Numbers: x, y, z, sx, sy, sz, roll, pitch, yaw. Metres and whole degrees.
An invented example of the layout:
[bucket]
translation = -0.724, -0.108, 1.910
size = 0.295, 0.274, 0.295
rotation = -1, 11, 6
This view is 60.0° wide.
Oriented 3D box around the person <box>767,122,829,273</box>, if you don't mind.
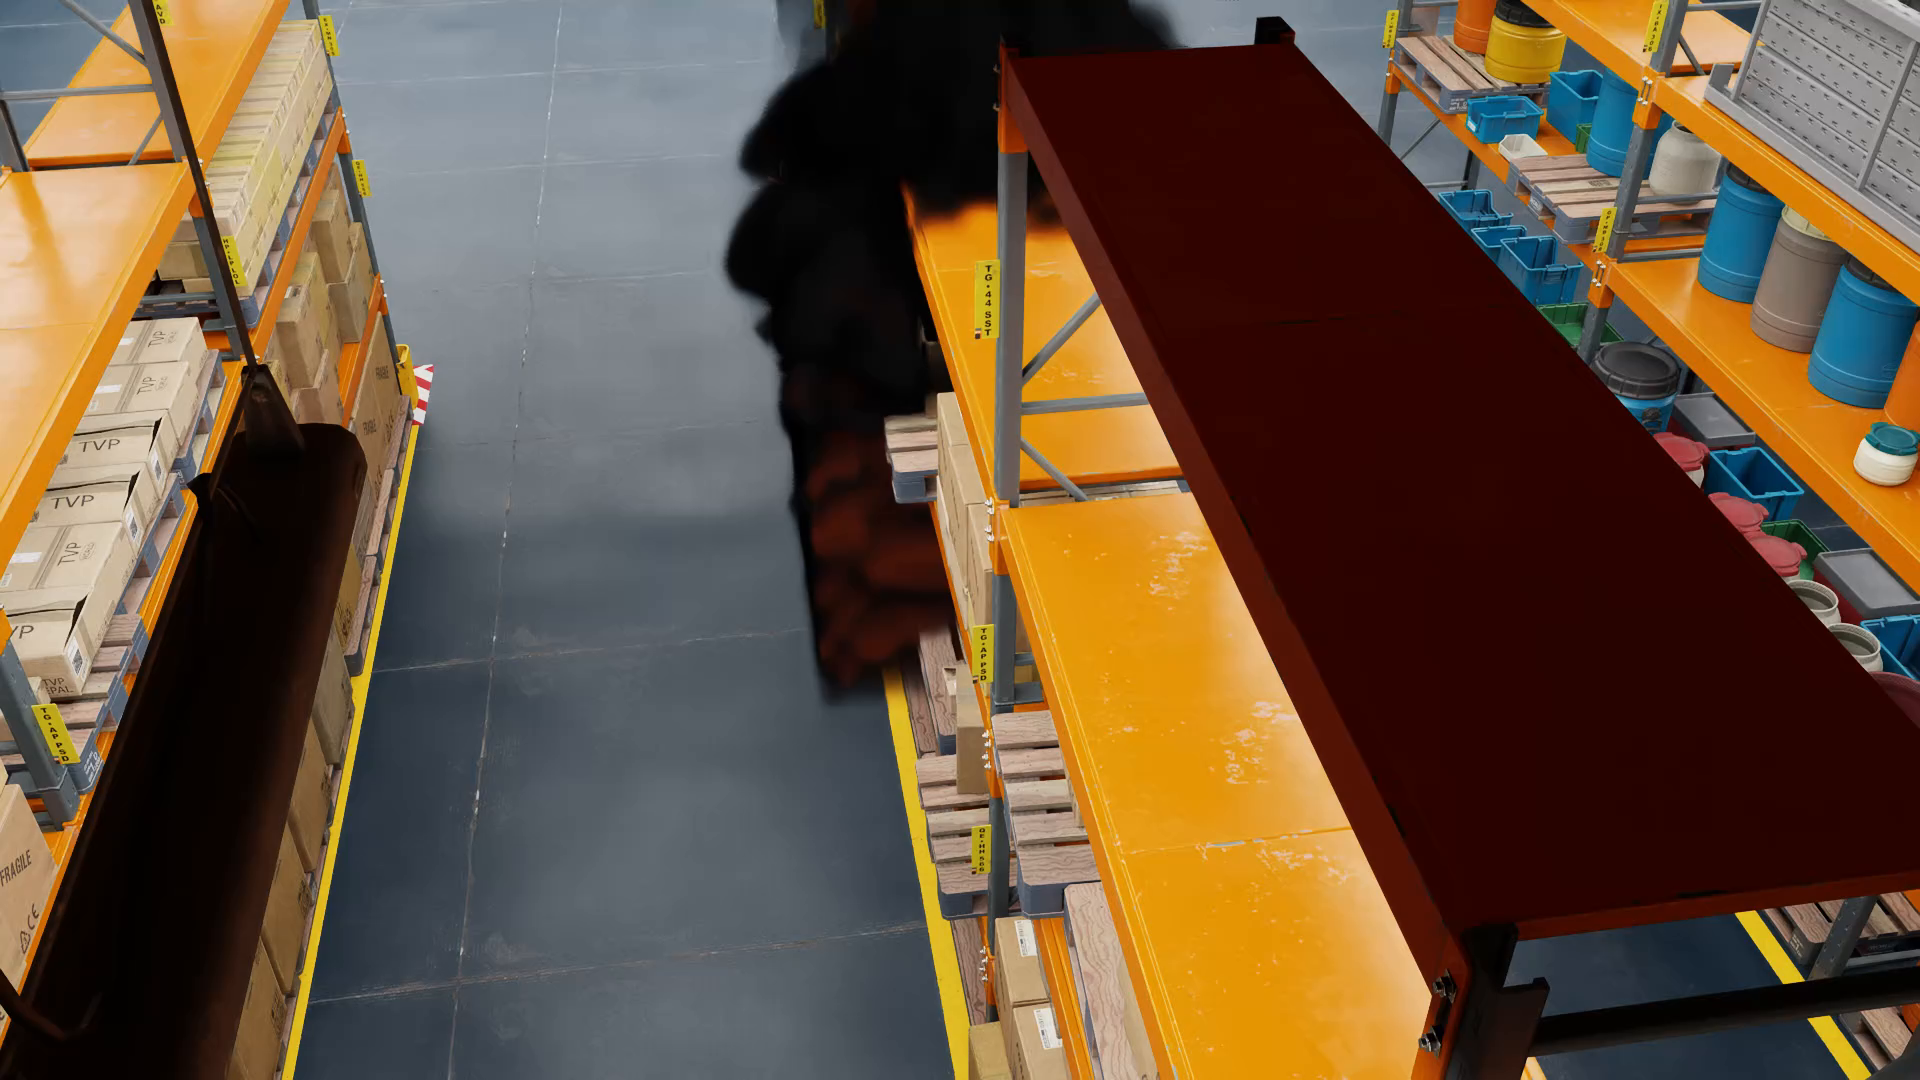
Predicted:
[person]
translation = -1.670, -3.479, 16.835
size = 0.562, 1.609, 0.594
rotation = 12, 38, 16
